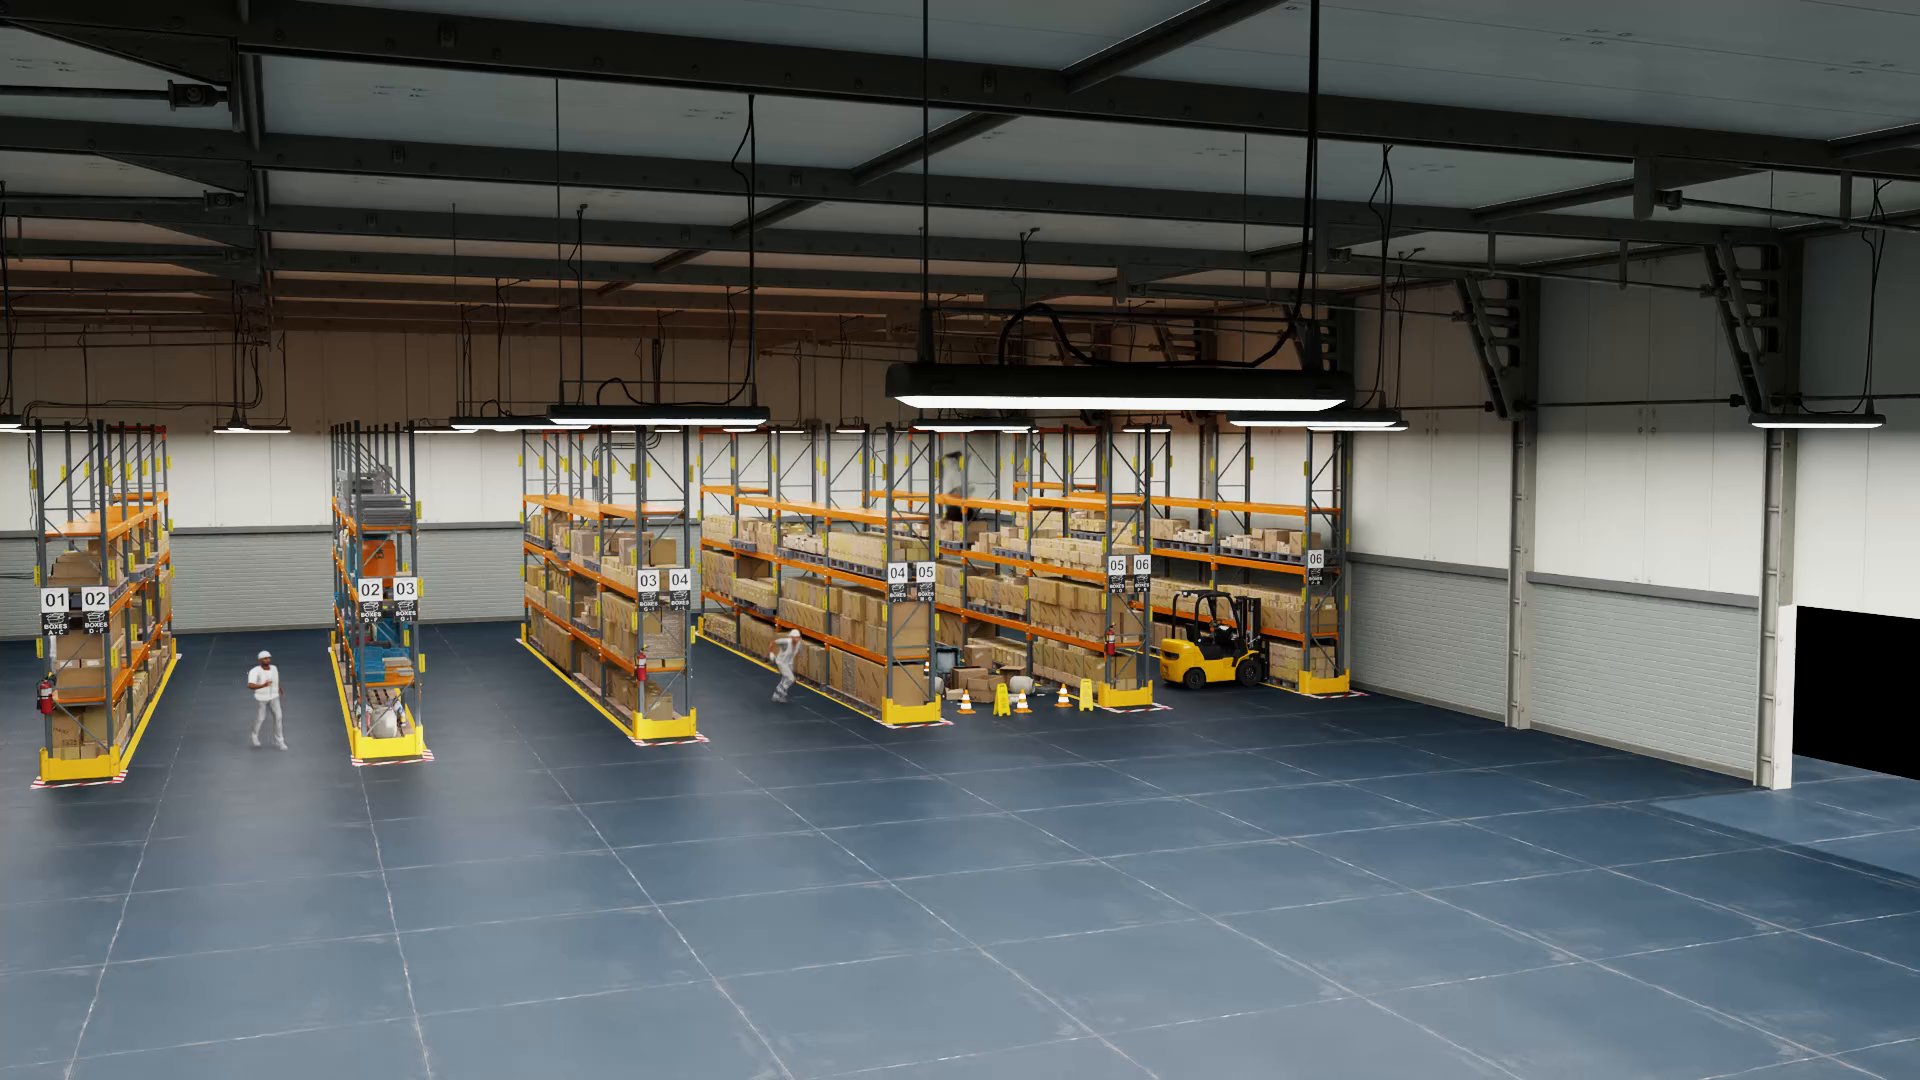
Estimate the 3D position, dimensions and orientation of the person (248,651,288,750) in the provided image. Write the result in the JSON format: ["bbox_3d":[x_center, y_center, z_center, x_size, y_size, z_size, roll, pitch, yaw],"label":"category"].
[{"bbox_3d":[-12.670,2.919,30.388,0.865,1.798,0.695,3,5,40],"label":"person"}]

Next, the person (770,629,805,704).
[{"bbox_3d":[-3.716,2.692,35.443,0.954,1.622,0.703,4,5,44],"label":"person"}]

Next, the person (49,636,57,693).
[{"bbox_3d":[-19.726,2.561,36.434,0.673,1.747,0.630,-2,4,-30],"label":"person"}]
